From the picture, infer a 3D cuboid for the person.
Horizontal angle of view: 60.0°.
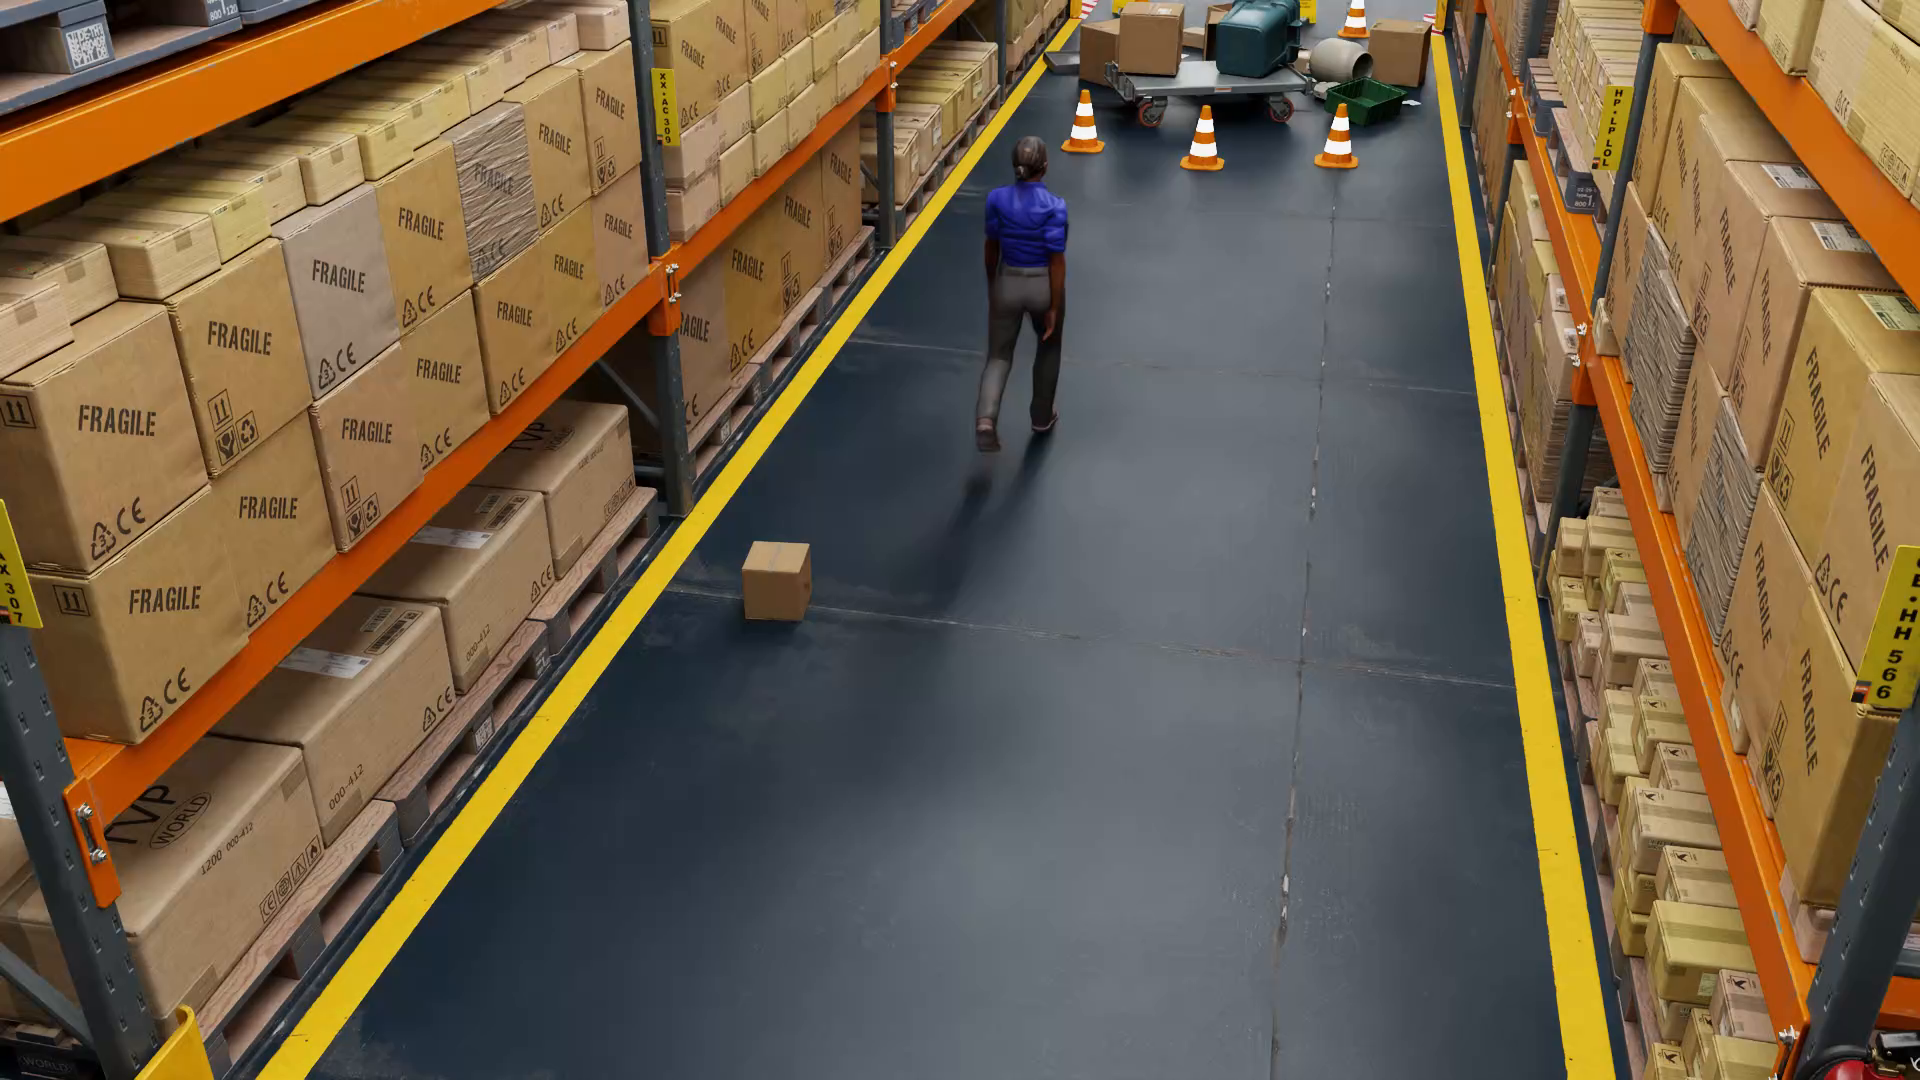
[{"bbox_3d":[0.315,-1.214,8.301,0.441,1.611,0.854,6,30,11],"label":"person"}]
